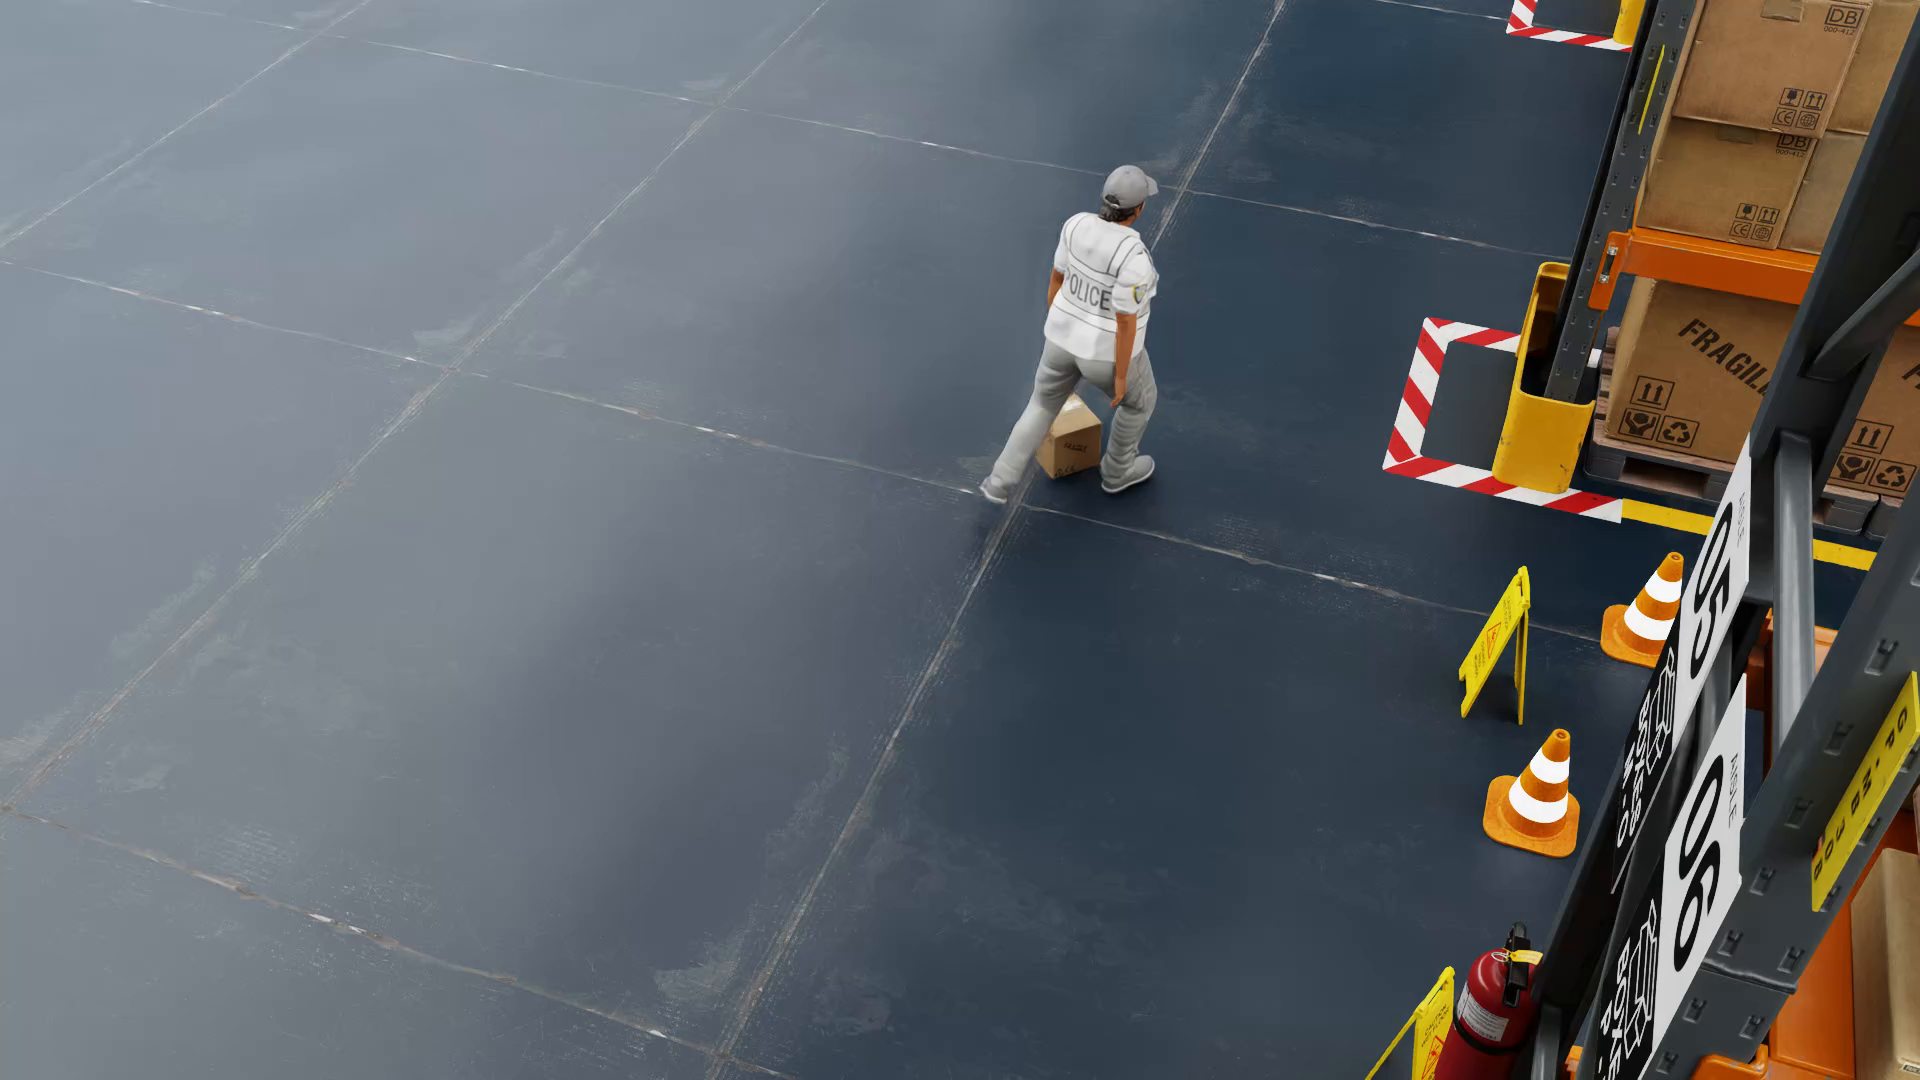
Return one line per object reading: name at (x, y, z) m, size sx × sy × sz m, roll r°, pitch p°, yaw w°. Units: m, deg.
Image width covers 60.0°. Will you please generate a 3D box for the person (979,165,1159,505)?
person at (0.487, -0.809, 7.073) m, size 0.538 × 1.603 × 0.858 m, roll 32°, pitch 51°, yaw 31°
